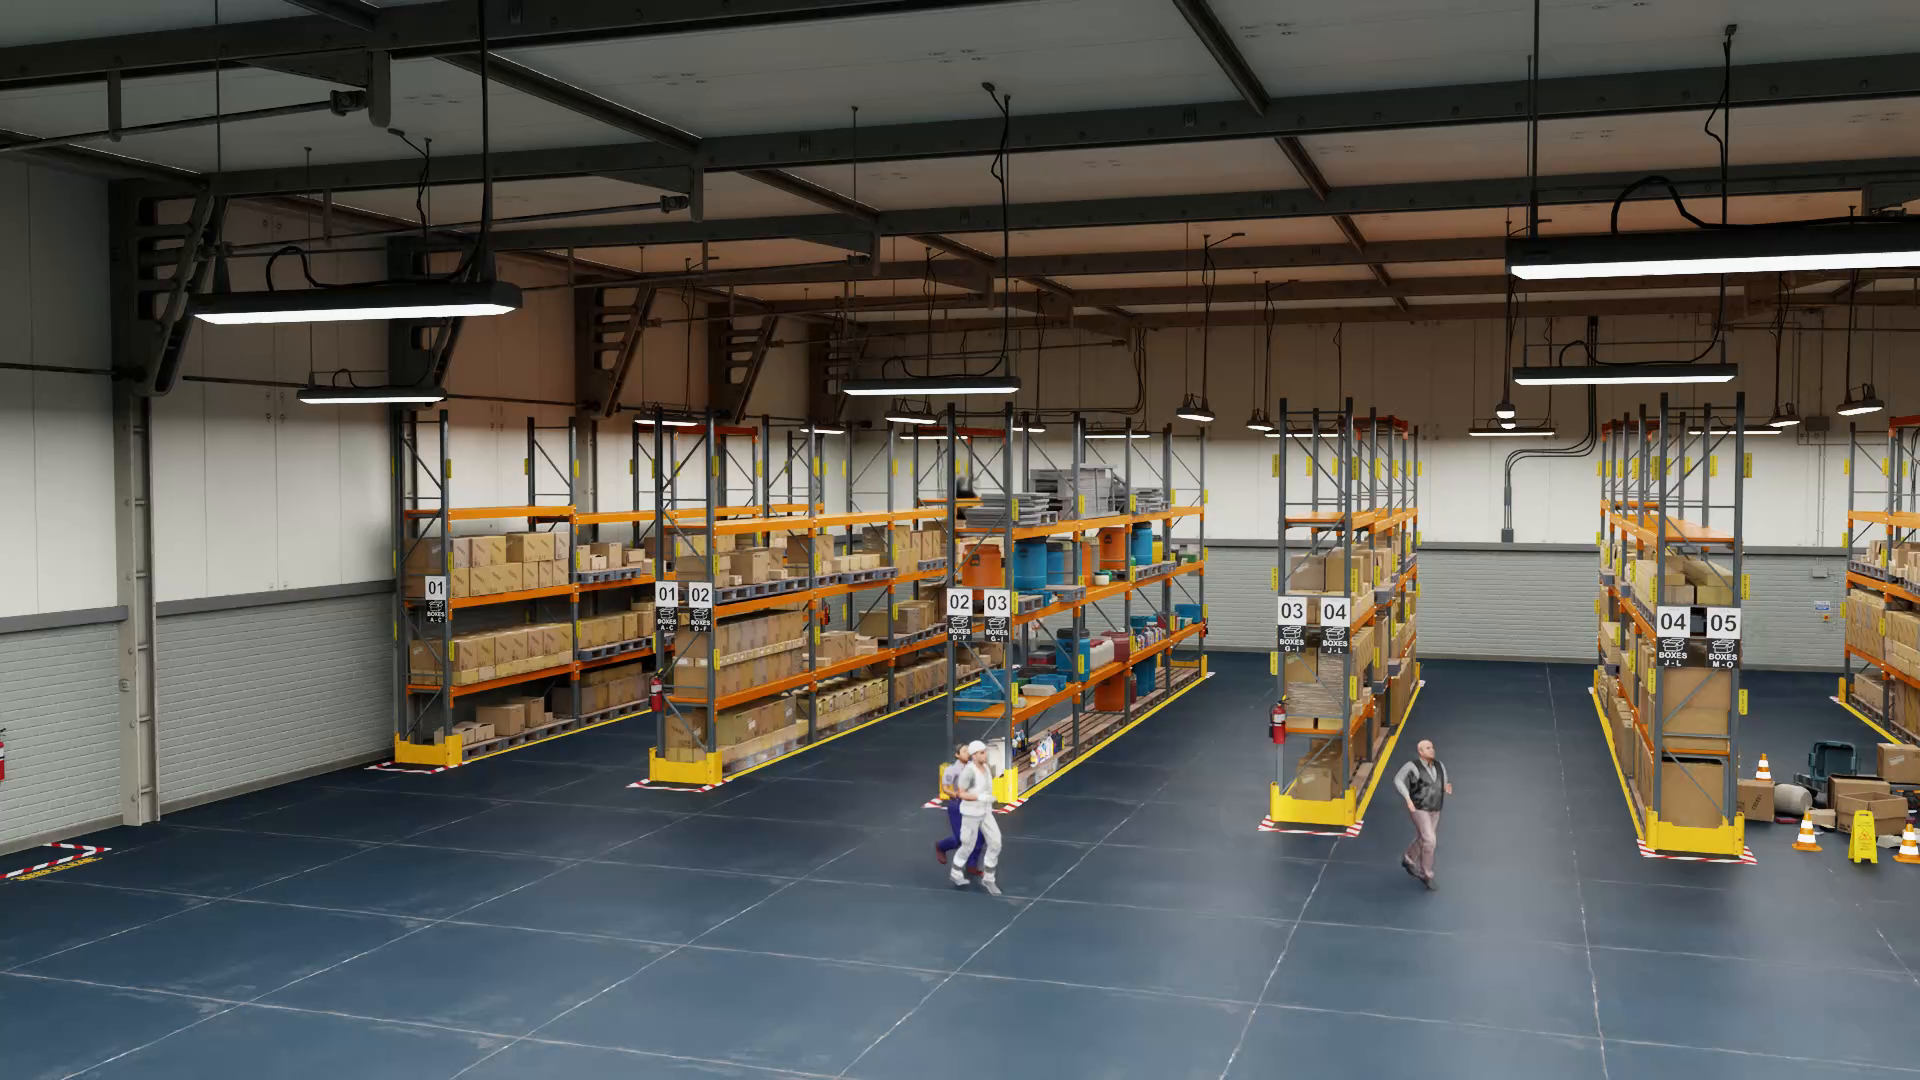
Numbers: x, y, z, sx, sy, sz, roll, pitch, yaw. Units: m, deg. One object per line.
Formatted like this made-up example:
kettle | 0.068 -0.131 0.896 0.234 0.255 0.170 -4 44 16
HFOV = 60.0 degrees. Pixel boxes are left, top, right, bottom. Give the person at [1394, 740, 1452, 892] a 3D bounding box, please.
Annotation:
person | 5.584 3.279 20.015 0.651 1.774 0.779 -1 3 -27

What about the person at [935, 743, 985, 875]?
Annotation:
person | 0.032 3.315 20.609 0.613 1.597 0.693 -2 3 -44

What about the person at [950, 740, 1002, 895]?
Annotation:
person | 0.186 3.278 19.592 0.775 1.842 0.632 2 3 43

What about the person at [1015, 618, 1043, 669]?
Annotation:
person | 1.543 2.230 37.677 0.675 1.807 0.847 0 2 10
